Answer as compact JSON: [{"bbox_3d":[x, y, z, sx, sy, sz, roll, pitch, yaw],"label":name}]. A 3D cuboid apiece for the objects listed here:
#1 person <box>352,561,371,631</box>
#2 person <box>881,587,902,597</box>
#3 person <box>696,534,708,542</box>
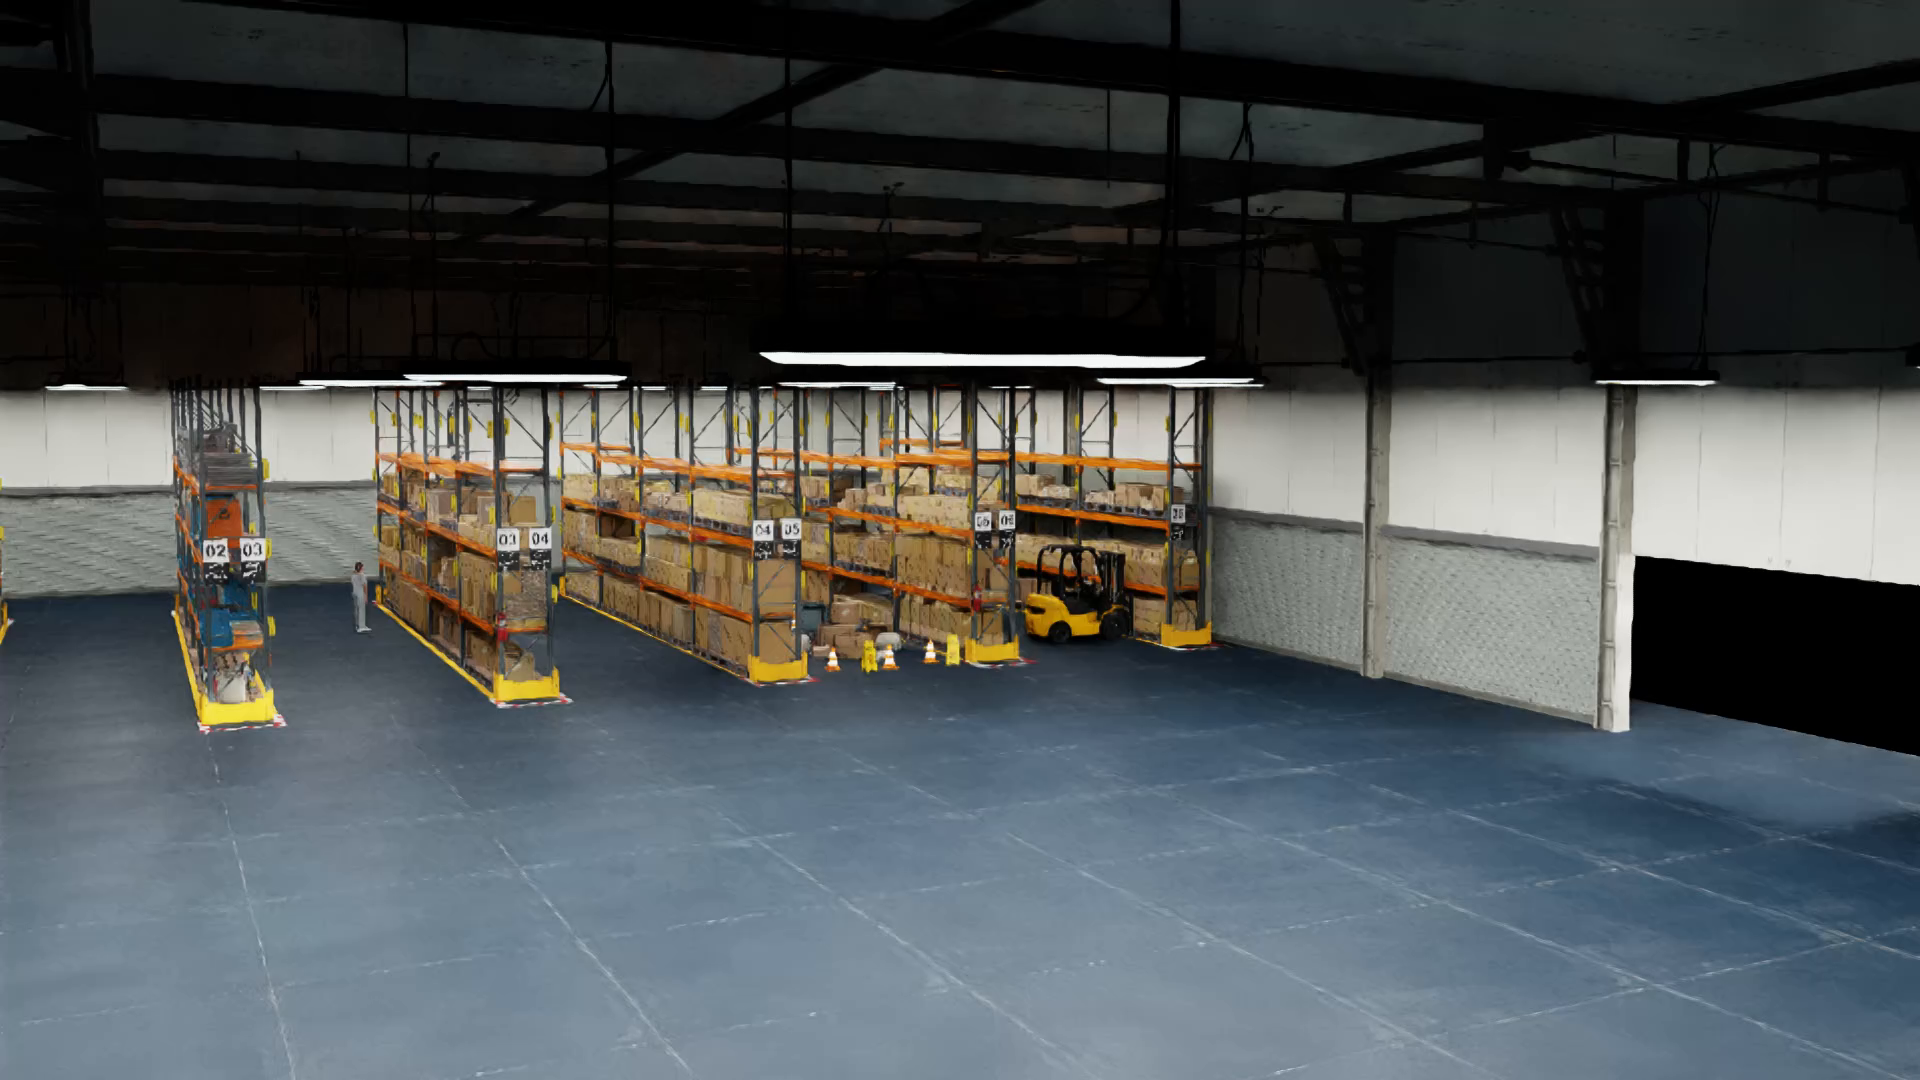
[{"bbox_3d":[-14.326,1.336,39.788,0.492,1.673,0.434,3,6,32],"label":"person"},{"bbox_3d":[-1.925,0.693,46.388,0.588,1.784,0.666,0,5,-2],"label":"person"},{"bbox_3d":[-8.032,0.289,51.549,0.579,1.714,0.605,2,5,21],"label":"person"}]
